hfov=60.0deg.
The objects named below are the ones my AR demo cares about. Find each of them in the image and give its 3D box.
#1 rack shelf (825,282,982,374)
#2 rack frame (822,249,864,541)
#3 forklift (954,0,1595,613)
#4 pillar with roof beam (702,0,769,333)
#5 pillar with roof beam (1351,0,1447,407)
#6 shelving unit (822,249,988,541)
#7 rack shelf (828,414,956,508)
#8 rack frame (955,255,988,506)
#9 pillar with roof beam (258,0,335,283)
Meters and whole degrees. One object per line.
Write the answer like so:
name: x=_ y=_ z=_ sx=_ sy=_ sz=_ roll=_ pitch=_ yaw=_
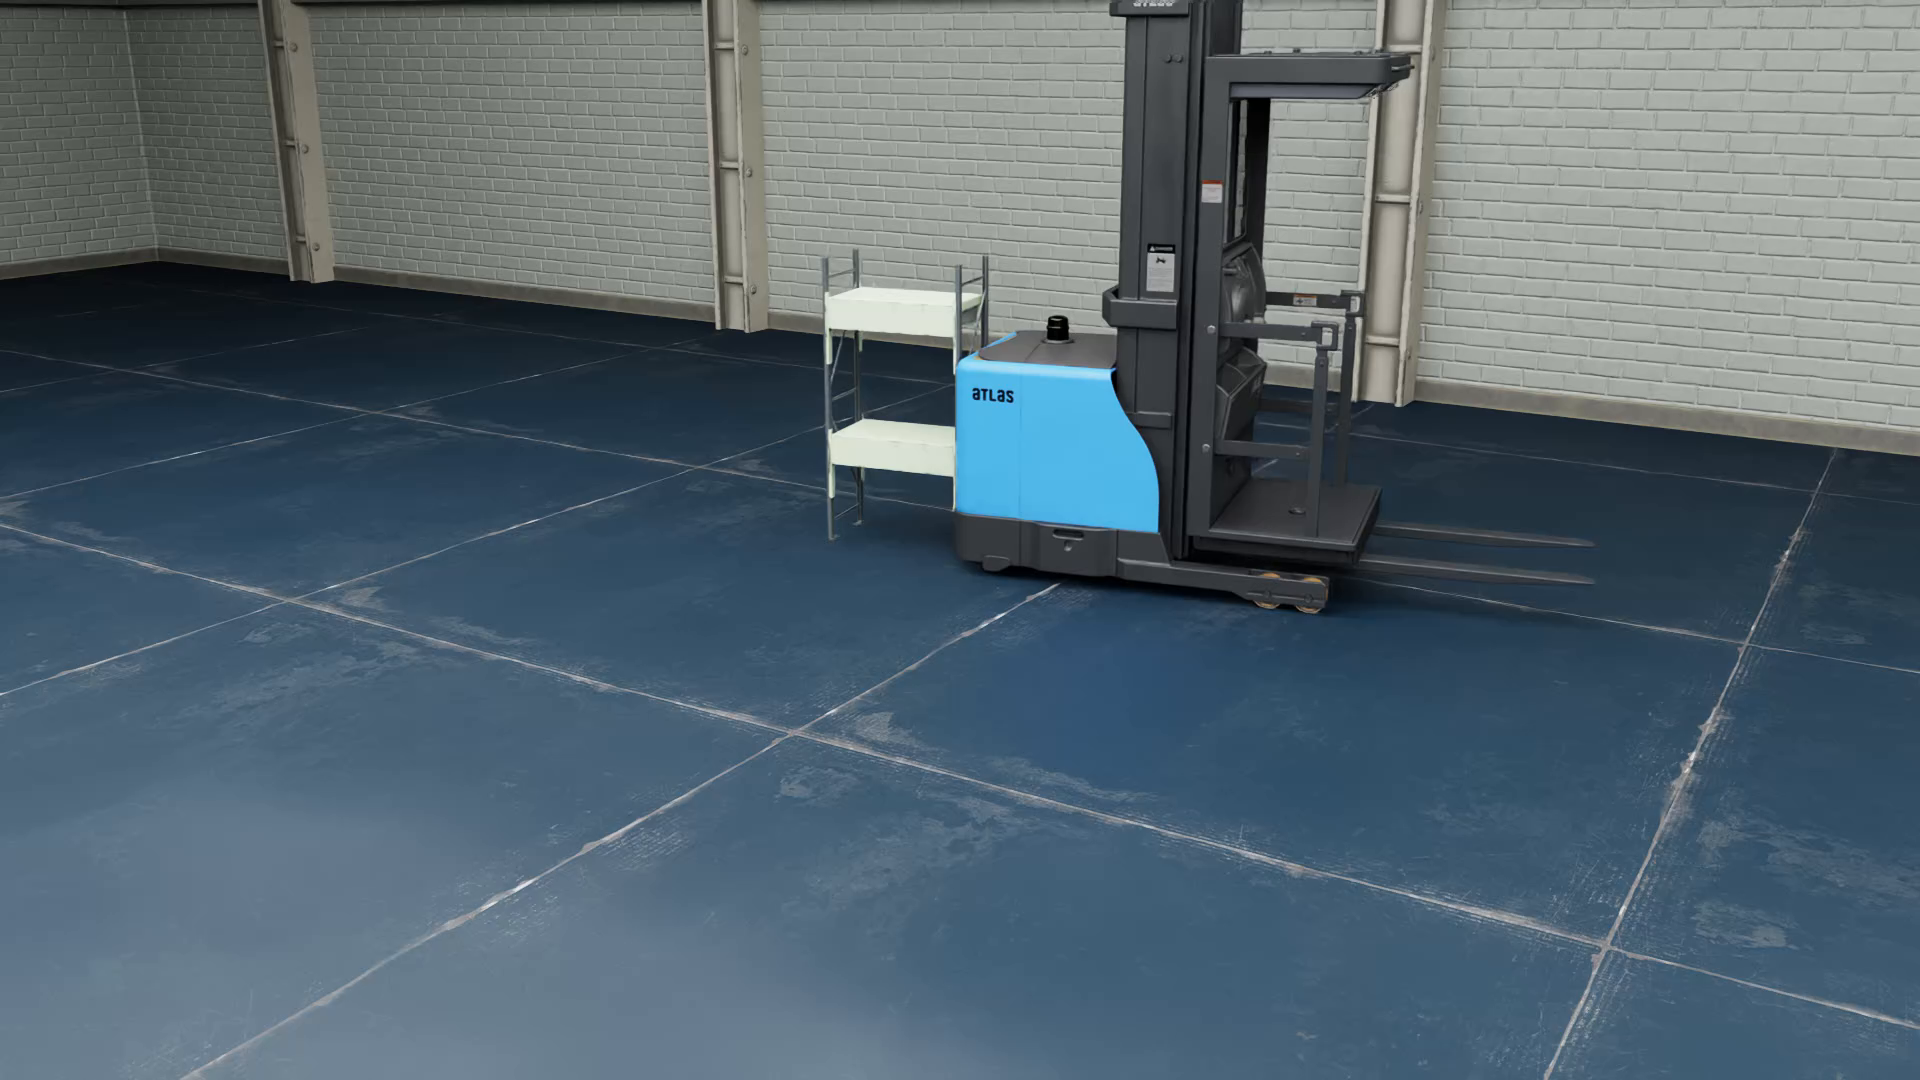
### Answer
rack shelf: x=-0.278 y=-1.100 z=8.580 sx=0.720 sy=0.370 sz=0.431 roll=7 pitch=18 yaw=21
rack frame: x=-0.618 y=-0.766 z=8.824 sx=0.023 sy=1.500 sz=0.400 roll=7 pitch=18 yaw=21
forklift: x=1.542 y=-1.234 z=7.901 sx=3.031 sy=2.935 sz=1.130 roll=6 pitch=18 yaw=19
pillar with roof beam: x=-4.250 y=-5.184 z=10.466 sx=0.400 sy=9.000 sz=9.100 roll=10 pitch=20 yaw=30
pillar with roof beam: x=0.863 y=-4.272 z=7.462 sx=0.400 sy=9.000 sz=9.100 roll=10 pitch=20 yaw=30
shelving unit: x=-0.278 y=-0.727 z=8.693 sx=0.755 sy=1.500 sz=0.431 roll=7 pitch=18 yaw=21
rack shelf: x=-0.278 y=-0.415 z=8.788 sx=0.720 sy=0.370 sz=0.431 roll=7 pitch=18 yaw=21
rack frame: x=0.061 y=-0.687 z=8.563 sx=0.023 sy=1.500 sz=0.400 roll=7 pitch=18 yaw=21
pillar with roof beam: x=-9.363 y=-6.097 z=13.471 sx=0.400 sy=9.000 sz=9.100 roll=10 pitch=20 yaw=30
